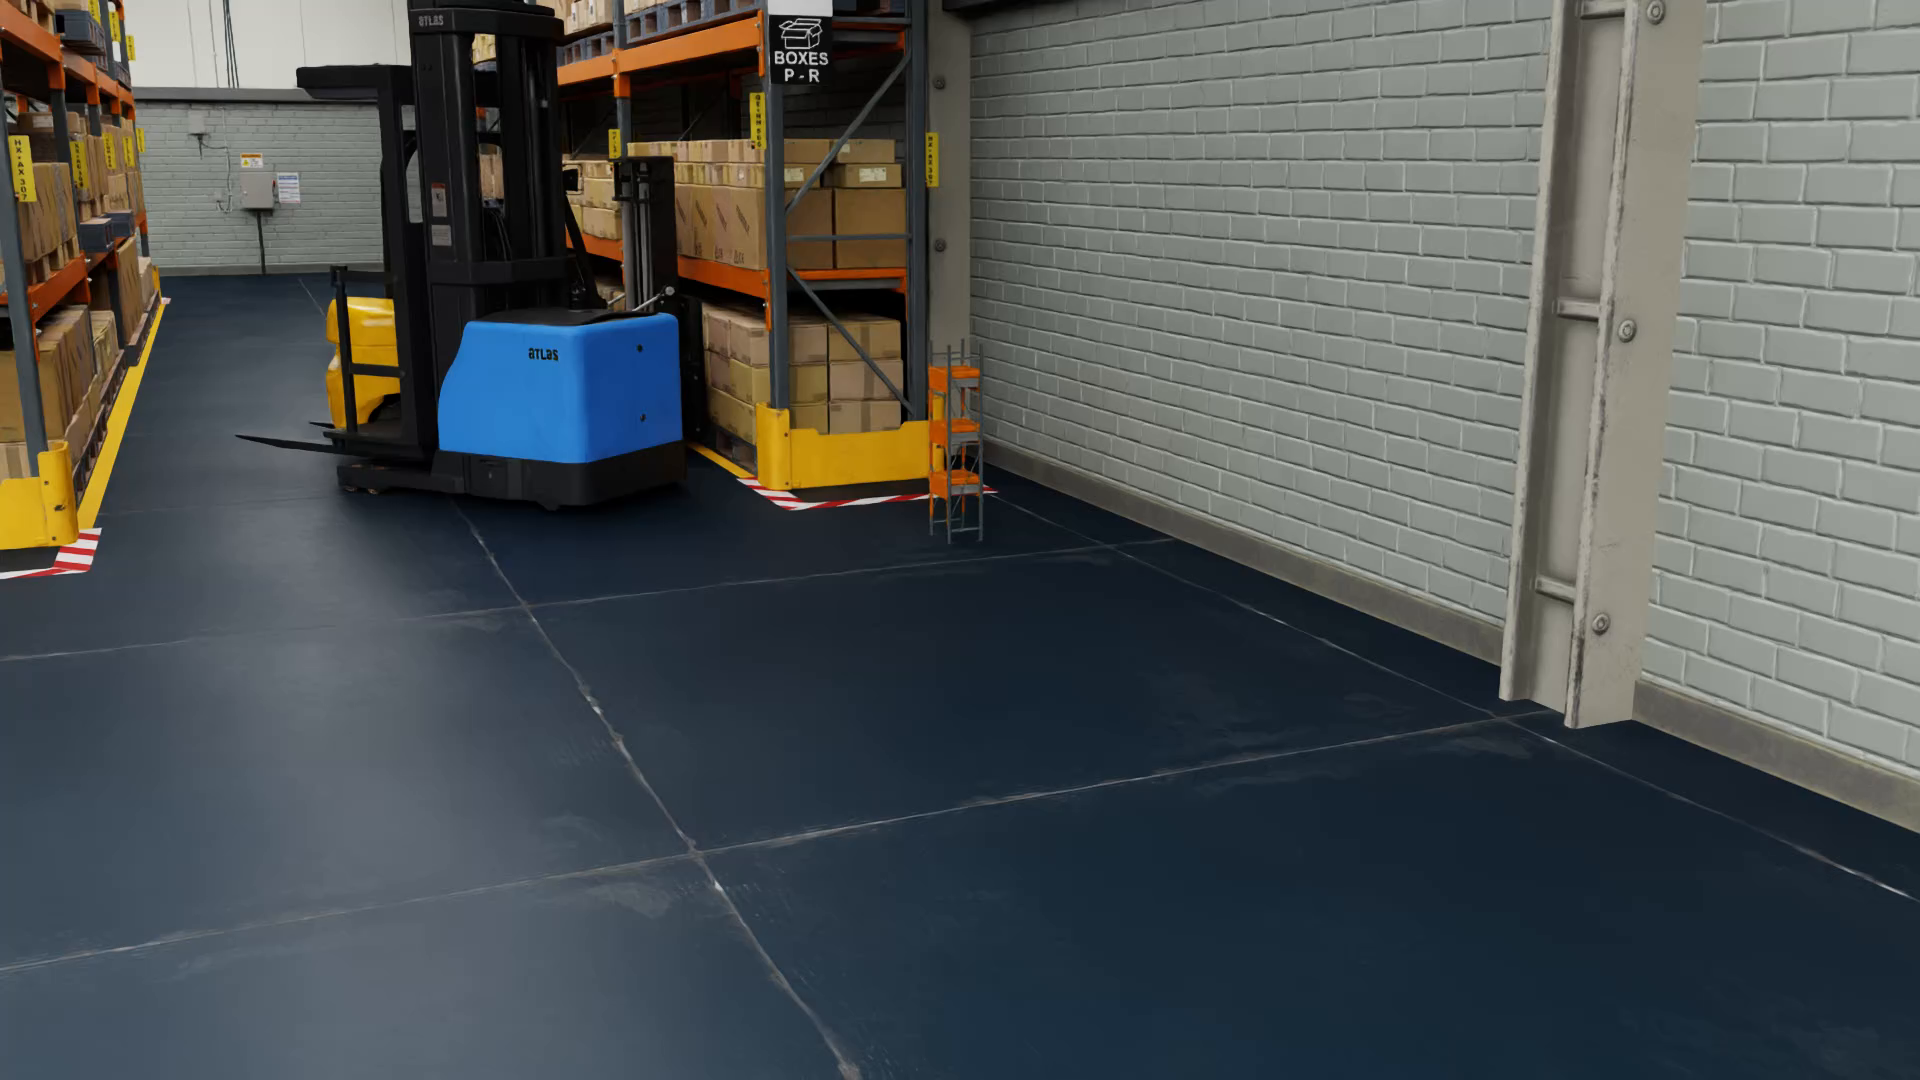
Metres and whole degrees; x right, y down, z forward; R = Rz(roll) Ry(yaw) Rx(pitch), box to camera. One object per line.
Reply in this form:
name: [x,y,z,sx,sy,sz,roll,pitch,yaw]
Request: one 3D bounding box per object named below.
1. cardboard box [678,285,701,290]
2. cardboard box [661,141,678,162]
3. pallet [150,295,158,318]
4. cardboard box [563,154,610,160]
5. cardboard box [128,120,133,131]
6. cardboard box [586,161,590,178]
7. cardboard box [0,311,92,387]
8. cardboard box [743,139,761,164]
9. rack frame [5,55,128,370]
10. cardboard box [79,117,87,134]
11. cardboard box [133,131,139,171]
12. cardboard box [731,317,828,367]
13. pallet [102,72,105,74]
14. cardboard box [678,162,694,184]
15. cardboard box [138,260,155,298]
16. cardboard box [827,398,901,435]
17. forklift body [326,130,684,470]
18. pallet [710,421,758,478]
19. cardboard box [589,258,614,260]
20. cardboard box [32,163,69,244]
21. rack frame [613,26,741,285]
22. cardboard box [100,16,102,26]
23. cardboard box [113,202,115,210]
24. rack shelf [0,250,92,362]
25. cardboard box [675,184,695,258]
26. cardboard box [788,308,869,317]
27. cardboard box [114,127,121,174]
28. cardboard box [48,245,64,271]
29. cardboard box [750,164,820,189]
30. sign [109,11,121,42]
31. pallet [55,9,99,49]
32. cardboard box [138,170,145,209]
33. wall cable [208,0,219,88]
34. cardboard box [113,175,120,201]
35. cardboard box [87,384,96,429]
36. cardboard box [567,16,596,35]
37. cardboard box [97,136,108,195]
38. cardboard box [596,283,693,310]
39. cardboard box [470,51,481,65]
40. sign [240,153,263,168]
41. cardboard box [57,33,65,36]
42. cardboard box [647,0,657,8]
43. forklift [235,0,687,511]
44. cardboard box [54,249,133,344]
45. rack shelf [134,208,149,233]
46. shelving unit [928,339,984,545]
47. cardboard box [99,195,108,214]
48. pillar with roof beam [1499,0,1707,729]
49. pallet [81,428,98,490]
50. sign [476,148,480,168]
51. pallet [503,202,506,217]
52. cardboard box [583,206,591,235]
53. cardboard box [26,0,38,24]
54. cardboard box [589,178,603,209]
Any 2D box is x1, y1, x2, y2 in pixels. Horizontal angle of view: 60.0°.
cardboard box: [-2.389,-1.905,13.396,0.500,0.250,0.500,-6,14,-24]
cardboard box: [-2.004,-2.886,12.368,0.380,0.149,0.250,-6,14,-24]
pallet: [-10.772,-2.942,21.115,1.003,0.211,1.213,-6,14,-23]
cardboard box: [-3.961,-3.881,17.832,0.500,0.500,0.500,-5,14,-20]
cardboard box: [-11.018,-5.411,21.717,0.380,0.149,0.250,-6,14,-24]
cardboard box: [-3.175,-3.357,15.063,0.380,0.149,0.250,-5,14,-22]
cardboard box: [-6.154,-1.259,11.161,0.500,0.500,0.500,-5,14,-22]
cardboard box: [-1.157,-2.467,10.557,0.380,0.149,0.250,-6,14,-23]
rack frame: [-8.444,-3.058,15.430,1.000,3.000,0.127,-6,14,-23]
cardboard box: [-7.531,-3.460,13.915,0.380,0.149,0.250,-6,14,-26]
cardboard box: [-11.001,-5.063,21.655,0.500,0.500,0.500,-6,14,-23]
cardboard box: [-1.163,-1.273,10.669,0.500,0.250,0.500,-5,14,-21]
pallet: [-9.202,-4.786,16.664,1.003,0.211,1.213,-5,14,-20]
cardboard box: [-1.808,-2.635,11.940,0.380,0.149,0.250,-6,14,-24]
cardboard box: [-10.919,-3.351,21.449,0.875,0.438,0.875,-5,14,-21]
cardboard box: [-0.711,-0.838,11.007,0.500,0.250,0.500,-6,14,-23]
forklift body: [-3.124,-1.668,11.306,2.313,2.155,1.214,-6,14,-23]
pallet: [-1.038,-0.650,11.210,1.003,0.211,1.213,-6,14,-23]
cardboard box: [-4.100,-3.112,18.836,0.380,0.149,0.250,-6,14,-26]
cardboard box: [-6.012,-2.143,10.597,0.500,0.500,0.500,-5,14,-21]
rack frame: [-2.296,-2.681,13.800,1.000,3.000,0.127,-6,14,-23]
cardboard box: [-10.090,-5.788,19.200,0.500,0.500,0.500,-5,14,-22]
cardboard box: [-8.632,-3.213,16.434,0.500,0.250,0.500,-6,14,-25]
rack shelf: [-6.041,-1.468,10.155,1.077,0.370,4.000,-6,14,-23]
cardboard box: [-1.747,-2.298,11.923,0.500,0.500,0.500,-6,14,-23]
cardboard box: [-0.916,-1.426,11.327,0.500,0.250,0.500,-6,14,-23]
cardboard box: [-9.239,-4.138,17.657,0.500,0.500,0.500,-5,14,-21]
cardboard box: [-5.813,-1.755,10.359,0.380,0.149,0.250,-5,14,-22]
cardboard box: [-1.089,-2.265,10.345,0.380,0.149,0.250,-5,14,-22]
sign: [-9.553,-5.802,18.789,0.100,0.325,0.005,-6,14,-23]
pallet: [-6.992,-3.739,12.135,1.213,0.211,1.003,-6,14,-23]
cardboard box: [-11.213,-4.684,22.233,0.500,0.500,0.500,-6,14,-23]
wall cable: [-13.495,-8.851,27.154,2.355,3.000,0.029,-6,14,-23]
cardboard box: [-8.815,-3.566,16.851,0.500,0.250,0.500,-6,14,-23]
cardboard box: [-6.136,-0.890,11.228,0.500,0.250,0.500,-6,14,-24]
cardboard box: [-3.323,-4.632,14.983,0.380,0.149,0.250,-6,14,-24]
cardboard box: [-7.790,-3.282,14.583,0.500,0.500,0.500,-6,14,-24]
cardboard box: [-2.819,-1.996,15.177,0.875,0.625,0.625,-6,14,-24]
cardboard box: [-5.673,-5.772,19.906,0.380,0.149,0.250,-5,14,-22]
sign: [-12.080,-6.473,28.356,0.339,0.242,0.001,-6,14,-23]
cardboard box: [-7.807,-4.257,13.730,0.797,0.503,0.637,-6,14,-23]
cardboard box: [-2.086,-3.994,12.226,0.380,0.149,0.250,-5,14,-21]
forklift: [-3.227,-1.803,10.160,3.031,2.935,1.130,7,15,27]
cardboard box: [-8.645,-2.378,16.271,0.875,0.875,0.875,-6,14,-23]
rack shelf: [-10.848,-3.947,20.867,1.077,0.370,4.000,-6,14,-23]
shelving unit: [-0.021,-0.523,8.799,0.215,1.050,0.252,-6,14,-23]
cardboard box: [-7.565,-2.889,14.324,0.380,0.149,0.250,-5,14,-22]
pillar with roof beam: [-1.687,-3.374,3.490,9.100,9.000,0.400,-6,14,-23]
pallet: [-6.048,-0.485,10.497,1.003,0.211,1.213,-6,14,-23]
sign: [-5.994,-4.705,20.625,0.100,0.325,0.005,-6,14,-23]
pallet: [-4.234,-3.547,17.970,1.213,0.211,1.003,-6,14,-23]
cardboard box: [-3.114,-2.897,15.066,0.500,0.250,0.500,-6,14,-23]
cardboard box: [-6.037,-3.319,10.463,0.380,0.149,0.250,-5,14,-21]
cardboard box: [-2.939,-3.035,14.555,0.500,0.250,0.500,-6,14,-24]
